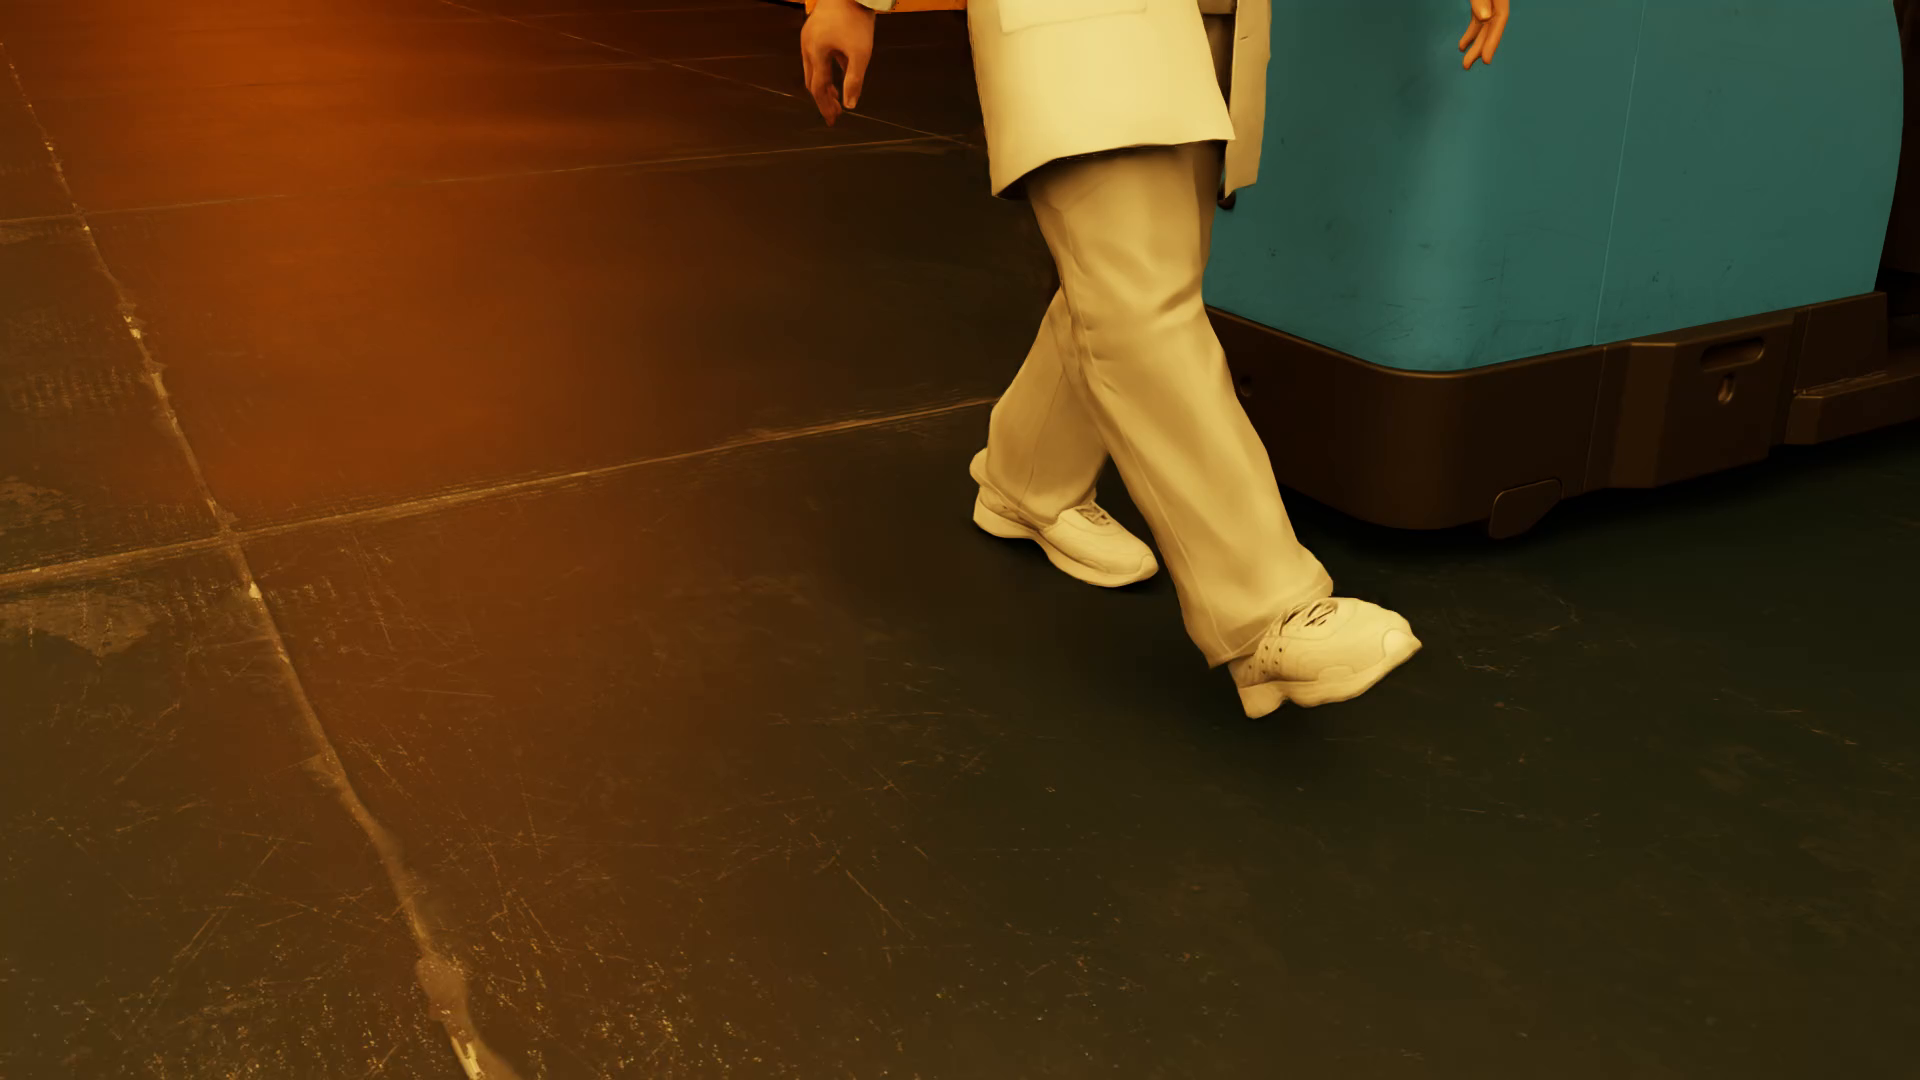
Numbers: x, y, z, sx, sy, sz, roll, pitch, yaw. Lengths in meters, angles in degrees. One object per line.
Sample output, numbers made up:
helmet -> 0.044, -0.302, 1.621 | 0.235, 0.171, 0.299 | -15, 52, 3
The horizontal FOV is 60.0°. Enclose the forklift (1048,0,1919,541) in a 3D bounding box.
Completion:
forklift -> 1.706, -1.746, 3.028 | 3.031, 2.935, 1.130 | -12, 25, -27

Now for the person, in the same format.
person -> 0.255, -0.650, 1.953 | 0.744, 1.727, 1.002 | -17, 28, -36
